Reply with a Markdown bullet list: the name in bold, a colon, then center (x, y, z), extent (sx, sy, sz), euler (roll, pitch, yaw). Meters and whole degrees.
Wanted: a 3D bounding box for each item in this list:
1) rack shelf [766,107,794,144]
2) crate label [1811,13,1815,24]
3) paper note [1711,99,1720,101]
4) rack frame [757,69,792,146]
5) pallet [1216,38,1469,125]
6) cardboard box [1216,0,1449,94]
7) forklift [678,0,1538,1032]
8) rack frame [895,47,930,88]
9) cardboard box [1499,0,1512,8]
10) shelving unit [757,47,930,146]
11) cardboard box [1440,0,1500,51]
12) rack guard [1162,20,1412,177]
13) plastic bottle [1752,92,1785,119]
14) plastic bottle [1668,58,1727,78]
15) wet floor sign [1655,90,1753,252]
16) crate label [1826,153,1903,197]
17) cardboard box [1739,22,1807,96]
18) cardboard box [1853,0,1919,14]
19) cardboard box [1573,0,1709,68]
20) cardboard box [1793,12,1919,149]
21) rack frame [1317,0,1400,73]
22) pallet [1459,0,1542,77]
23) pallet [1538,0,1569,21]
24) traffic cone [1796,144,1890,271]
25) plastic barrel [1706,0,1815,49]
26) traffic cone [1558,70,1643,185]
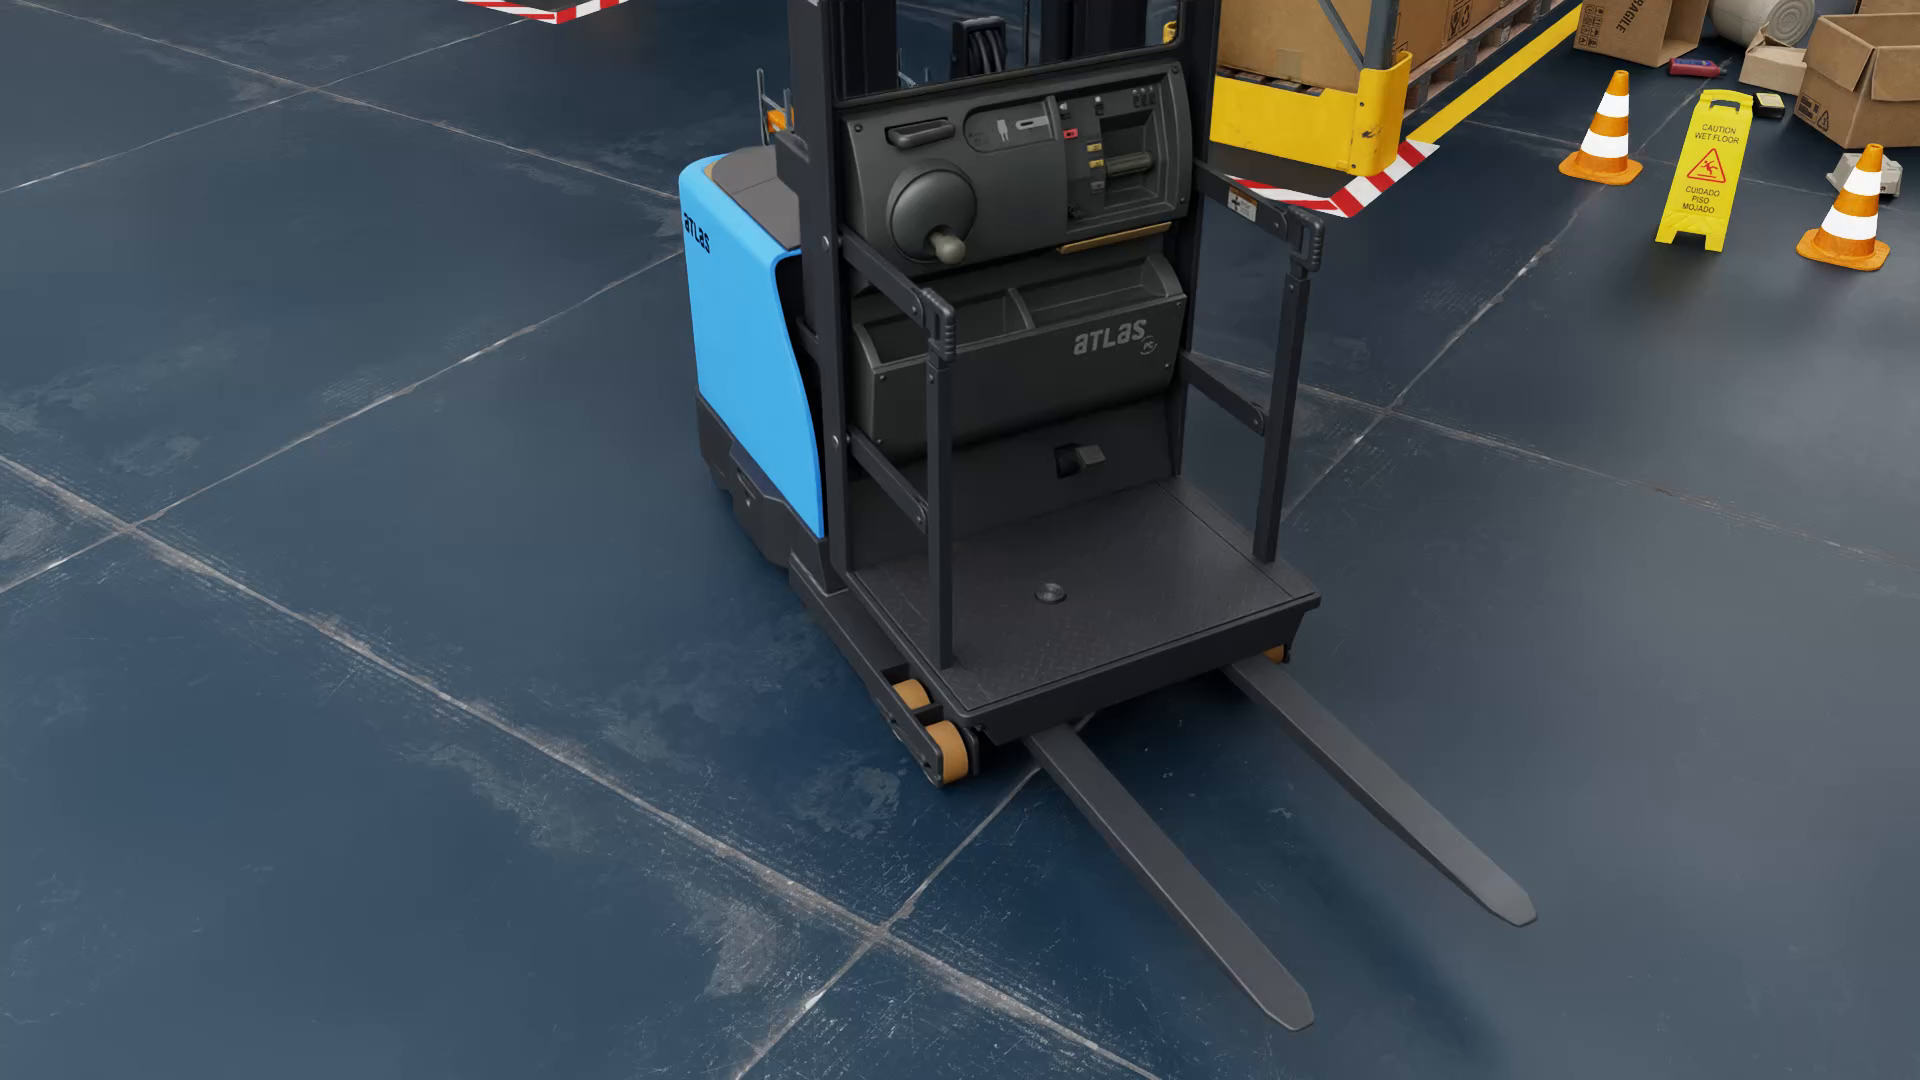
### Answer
- **rack shelf**: center (-0.375, -1.347, 5.467), extent (0.480, 0.148, 0.258), euler (-17, 37, -23)
- **crate label**: center (4.762, -3.033, 9.613), extent (0.298, 0.136, 0.250), euler (-3, 34, -4)
- **paper note**: center (3.927, -2.289, 8.626), extent (0.123, 0.001, 0.032), euler (-15, 37, -21)
- **rack frame**: center (-0.588, -0.956, 5.590), extent (0.015, 1.200, 0.240), euler (-17, 37, -23)
- **pallet**: center (1.938, -2.436, 8.663), extent (1.003, 0.211, 1.213), euler (21, 39, 28)
- **cardboard box**: center (1.879, -2.825, 8.271), extent (0.875, 0.875, 0.875), euler (21, 40, 28)
- **forklift**: center (0.265, -0.868, 3.917), extent (1.130, 2.935, 3.031), euler (-16, 37, -23)
- **rack frame**: center (-0.157, -1.084, 5.779), extent (0.015, 1.200, 0.240), euler (-17, 37, -23)
- **cardboard box**: center (2.900, -3.649, 9.491), extent (0.875, 0.875, 0.875), euler (22, 40, 29)
- **shelving unit**: center (-0.373, -1.020, 5.684), extent (0.503, 1.200, 0.258), euler (-17, 37, -23)
- **cardboard box**: center (2.379, -3.231, 8.871), extent (0.875, 0.875, 0.875), euler (21, 39, 27)
- **rack guard**: center (1.533, -2.151, 7.985), extent (1.175, 0.500, 0.348), euler (21, 39, 28)
- **plastic bottle**: center (4.122, -2.230, 8.493), extent (0.133, 0.061, 0.283), euler (8, 35, 12)
- **plastic bottle**: center (3.970, -2.538, 8.949), extent (0.283, 0.061, 0.133), euler (8, 35, 12)
- **wet floor sign**: center (3.157, -1.577, 7.006), extent (0.267, 0.644, 0.232), euler (14, 37, 20)
- **crate label**: center (4.148, -1.667, 7.593), extent (0.250, 0.136, 0.298), euler (3, 34, 4)
- **cardboard box**: center (4.360, -2.527, 8.750), extent (0.396, 0.266, 0.258), euler (29, 44, 36)
- **cardboard box**: center (5.119, -2.735, 8.725), extent (0.797, 0.637, 0.503), euler (21, 39, 28)
- **cardboard box**: center (3.785, -2.962, 9.182), extent (0.500, 0.500, 0.500), euler (29, 44, 36)
- **cardboard box**: center (4.592, -2.246, 8.122), extent (0.797, 0.503, 0.637), euler (-3, 34, -4)
- **rack frame**: center (1.547, -3.198, 7.301), extent (1.000, 3.000, 0.127), euler (21, 39, 28)
- **pallet**: center (2.634, -2.995, 9.490), extent (1.003, 0.211, 1.213), euler (21, 39, 28)
- **pallet**: center (3.329, -3.559, 10.324), extent (1.003, 0.211, 1.213), euler (21, 39, 28)
- **traffic cone**: center (3.750, -1.421, 6.937), extent (0.336, 0.463, 0.334), euler (21, 39, 28)
- **plastic barrel**: center (4.441, -2.960, 9.248), extent (0.421, 0.421, 0.512), euler (-9, 35, -13)
- **traffic cone**: center (3.016, -1.938, 7.703), extent (0.336, 0.463, 0.334), euler (21, 39, 28)
